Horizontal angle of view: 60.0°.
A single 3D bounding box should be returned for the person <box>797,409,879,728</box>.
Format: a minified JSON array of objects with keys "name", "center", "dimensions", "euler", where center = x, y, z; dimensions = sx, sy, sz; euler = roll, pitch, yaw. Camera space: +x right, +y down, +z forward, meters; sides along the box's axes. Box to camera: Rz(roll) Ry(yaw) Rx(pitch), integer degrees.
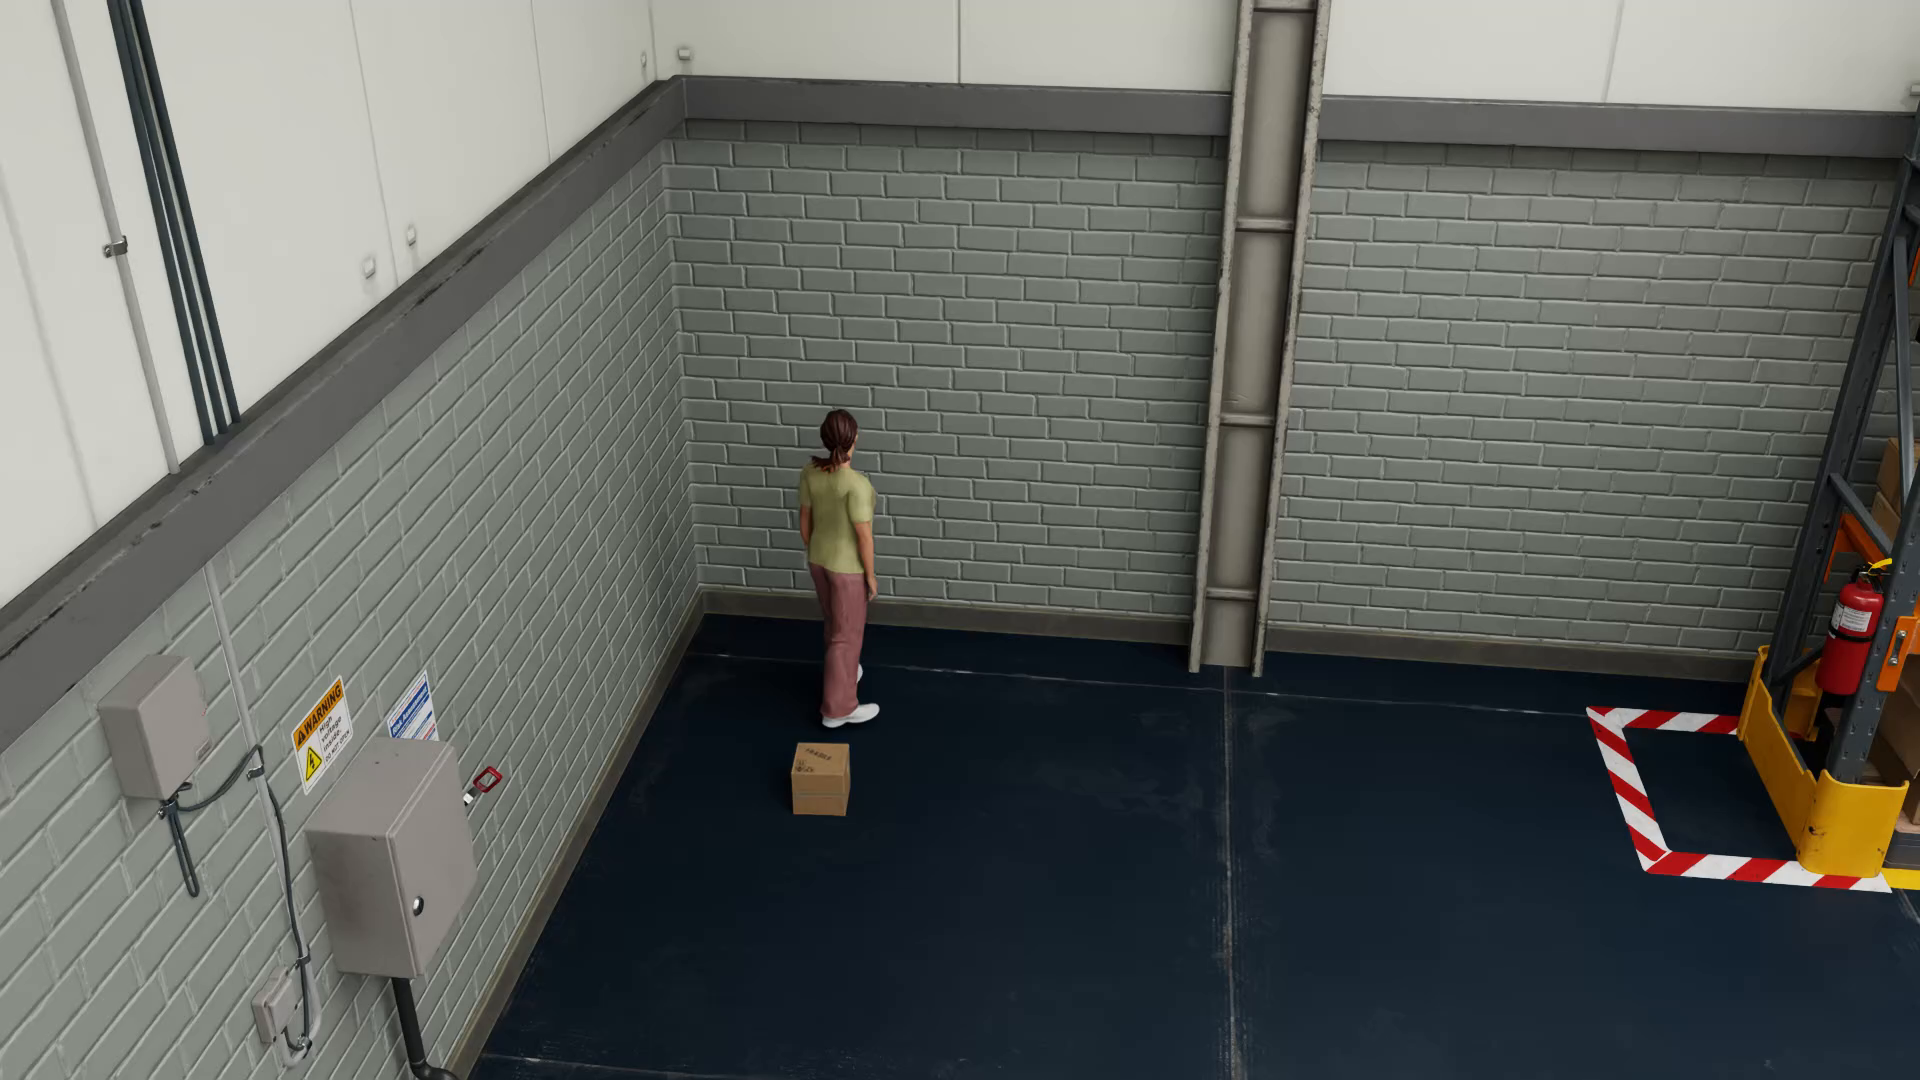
[{"name":"person","center":[-0.577,0.132,8.358],"dimensions":[0.461,1.671,0.512],"euler":[23,36,36]}]
